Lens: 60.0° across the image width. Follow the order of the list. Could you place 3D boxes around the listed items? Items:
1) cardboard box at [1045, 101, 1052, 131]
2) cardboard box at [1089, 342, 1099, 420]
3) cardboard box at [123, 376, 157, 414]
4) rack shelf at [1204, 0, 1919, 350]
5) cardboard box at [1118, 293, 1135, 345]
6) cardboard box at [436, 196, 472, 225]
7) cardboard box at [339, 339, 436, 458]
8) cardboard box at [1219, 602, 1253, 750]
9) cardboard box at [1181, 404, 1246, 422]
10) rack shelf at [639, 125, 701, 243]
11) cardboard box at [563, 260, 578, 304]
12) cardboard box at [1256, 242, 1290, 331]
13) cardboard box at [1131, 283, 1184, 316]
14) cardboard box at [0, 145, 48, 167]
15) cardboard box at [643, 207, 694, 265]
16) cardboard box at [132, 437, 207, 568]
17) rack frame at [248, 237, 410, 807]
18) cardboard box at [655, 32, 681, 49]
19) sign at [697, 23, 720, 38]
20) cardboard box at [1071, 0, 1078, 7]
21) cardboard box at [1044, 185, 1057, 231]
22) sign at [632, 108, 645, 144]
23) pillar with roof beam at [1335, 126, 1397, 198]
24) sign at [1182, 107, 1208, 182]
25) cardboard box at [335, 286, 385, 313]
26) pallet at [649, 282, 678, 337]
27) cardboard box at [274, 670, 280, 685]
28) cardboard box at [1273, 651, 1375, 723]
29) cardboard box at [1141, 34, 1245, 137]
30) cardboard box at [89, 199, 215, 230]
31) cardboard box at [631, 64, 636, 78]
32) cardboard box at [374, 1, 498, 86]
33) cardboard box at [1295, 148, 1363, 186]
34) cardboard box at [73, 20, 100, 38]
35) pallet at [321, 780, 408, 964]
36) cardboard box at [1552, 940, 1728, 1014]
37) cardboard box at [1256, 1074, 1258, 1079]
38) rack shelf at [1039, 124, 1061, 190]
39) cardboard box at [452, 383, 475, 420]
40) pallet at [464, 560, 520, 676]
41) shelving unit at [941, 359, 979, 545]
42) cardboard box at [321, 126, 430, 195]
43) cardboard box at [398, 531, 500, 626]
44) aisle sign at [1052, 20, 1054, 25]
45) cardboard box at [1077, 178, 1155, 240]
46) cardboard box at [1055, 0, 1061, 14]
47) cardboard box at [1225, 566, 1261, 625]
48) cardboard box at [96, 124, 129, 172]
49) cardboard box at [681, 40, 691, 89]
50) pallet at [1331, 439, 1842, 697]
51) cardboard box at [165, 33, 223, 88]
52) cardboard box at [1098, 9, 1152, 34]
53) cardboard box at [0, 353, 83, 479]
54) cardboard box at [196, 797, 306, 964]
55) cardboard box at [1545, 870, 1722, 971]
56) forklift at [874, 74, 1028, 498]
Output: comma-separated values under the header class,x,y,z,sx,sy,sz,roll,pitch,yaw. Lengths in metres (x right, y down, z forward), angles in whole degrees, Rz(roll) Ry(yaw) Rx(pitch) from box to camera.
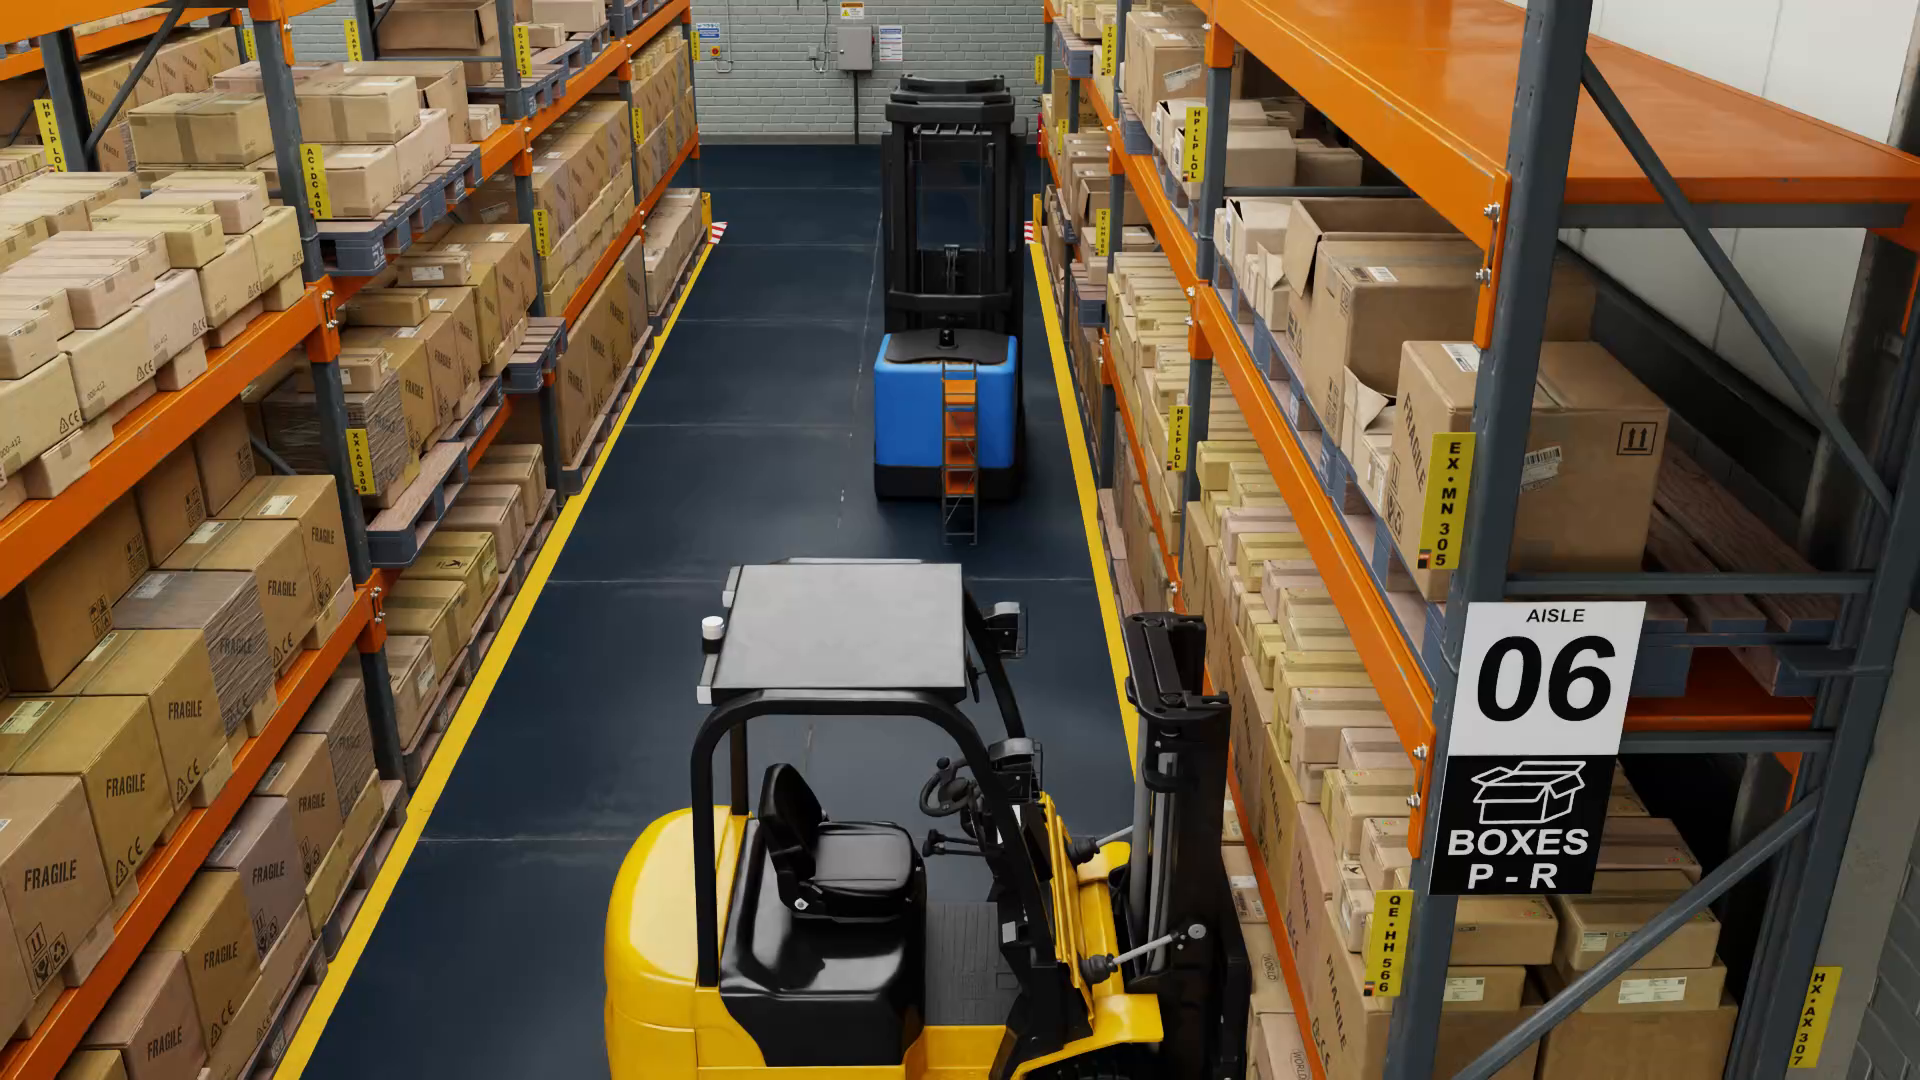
class,x,y,z,sx,sy,sz,roll,pitch,yaw
cardboard box,1.187,-4.611,18.126,0.500,0.250,0.500,0,24,0
cardboard box,1.310,-1.291,13.487,0.500,0.500,0.500,1,24,2
cardboard box,-3.163,-0.563,6.020,0.380,0.149,0.250,0,24,1
rack shelf,1.599,-1.394,5.271,1.077,0.370,4.000,0,24,-1
cardboard box,1.298,-1.412,10.808,0.500,0.250,0.500,0,24,1
cardboard box,-3.697,-2.332,11.932,0.500,0.500,0.500,-1,24,-2
cardboard box,-3.111,-0.744,8.764,0.500,0.500,0.500,0,24,0
cardboard box,1.350,0.567,6.735,0.500,0.500,0.500,0,24,-1
cardboard box,1.330,-0.582,8.488,0.380,0.149,0.250,-1,24,-1
rack shelf,-3.496,-3.764,17.305,1.077,0.370,4.000,0,24,-1
cardboard box,-3.207,-1.965,12.637,0.500,0.250,0.500,-1,24,-2
cardboard box,1.289,-0.924,6.046,0.396,0.266,0.258,-1,24,-2
cardboard box,1.290,-1.528,10.580,0.380,0.149,0.250,0,24,0
cardboard box,-8.223,-3.387,14.672,0.380,0.149,0.250,1,24,2
cardboard box,-3.392,-3.291,17.986,0.875,0.438,0.875,0,24,1
cardboard box,-3.615,-0.215,6.889,0.700,0.500,0.500,0,24,0
rack frame,-3.386,0.029,8.046,1.000,3.000,0.127,0,24,-1
cardboard box,-3.199,-5.355,17.828,0.380,0.149,0.250,0,24,-1
sign,-3.651,-7.387,24.116,0.327,0.218,0.001,0,24,-1
cardboard box,1.118,-4.471,13.668,0.380,0.149,0.250,-1,24,-1
cardboard box,1.358,-3.741,18.901,0.797,0.503,0.637,-1,24,-3
sign,-2.931,-3.765,15.127,0.100,0.325,0.005,0,24,-1
pillar with roof beam,-1.856,-3.824,9.285,9.100,9.000,0.400,0,24,-1
sign,1.034,-1.734,7.295,0.100,0.325,0.005,0,24,-1
cardboard box,-3.634,-1.166,9.695,0.500,0.500,0.500,-1,24,-3
pallet,-3.404,-2.311,16.603,1.003,0.211,1.213,0,24,-1
cardboard box,-3.155,0.588,7.115,0.380,0.149,0.250,-1,24,-1
cardboard box,1.292,0.505,5.725,0.380,0.149,0.250,0,24,0
cardboard box,1.309,-2.573,9.407,0.500,0.500,0.500,0,24,1
cardboard box,-3.172,-1.243,6.554,0.380,0.149,0.250,0,24,1
cardboard box,-3.282,-4.406,15.730,0.380,0.149,0.250,-1,24,-1
cardboard box,-3.585,-3.379,11.306,0.797,0.503,0.637,-2,24,-4
cardboard box,1.764,-1.835,8.200,0.380,0.149,0.250,0,24,-1
cardboard box,-8.163,-4.694,15.030,0.500,0.250,0.500,1,24,2
pallet,-3.344,1.576,8.009,1.003,0.211,1.213,0,24,-1
cardboard box,1.876,1.171,4.612,0.380,0.149,0.250,-1,24,-2
cardboard box,1.308,2.081,5.729,0.500,0.250,0.500,0,24,-1
rack shelf,1.468,-3.788,17.358,1.077,0.370,4.000,0,24,-1
cardboard box,-3.063,-0.814,9.706,0.380,0.149,0.250,1,24,1
pallet,-3.413,0.475,10.444,1.003,0.211,1.213,0,24,-1
shelving unit,-0.002,-0.615,11.654,0.258,1.200,0.503,0,24,-1
cardboard box,-2.998,-1.912,8.371,0.500,0.250,0.500,-1,24,-1
cardboard box,-3.415,0.236,10.267,0.950,0.372,0.625,1,24,1
aisle sign,1.152,-6.151,18.555,0.394,0.787,0.004,0,24,-1
cardboard box,1.330,-2.553,13.120,0.797,0.503,0.637,-1,24,-2
cardboard box,1.144,-5.325,16.548,0.380,0.149,0.250,0,24,1
cardboard box,1.282,0.221,6.714,0.380,0.149,0.250,0,24,-1
cardboard box,-8.176,-3.590,15.565,0.500,0.500,0.500,-1,24,-2
cardboard box,-3.274,-5.219,18.315,0.500,0.500,0.500,1,24,1
pallet,1.639,0.036,4.499,1.003,0.211,1.213,0,24,-1
cardboard box,-8.207,-5.092,17.674,0.500,0.500,0.500,-1,24,-2
cardboard box,1.225,-3.830,12.275,0.380,0.149,0.250,-1,24,-2
cardboard box,-3.108,-0.385,5.143,0.500,0.250,0.500,0,24,1
cardboard box,-3.098,1.411,6.907,0.500,0.500,0.500,1,24,2
cardboard box,1.830,1.037,4.547,0.380,0.149,0.250,-1,24,-2
forklift,-0.033,-2.209,13.077,1.130,2.935,3.031,1,24,3
